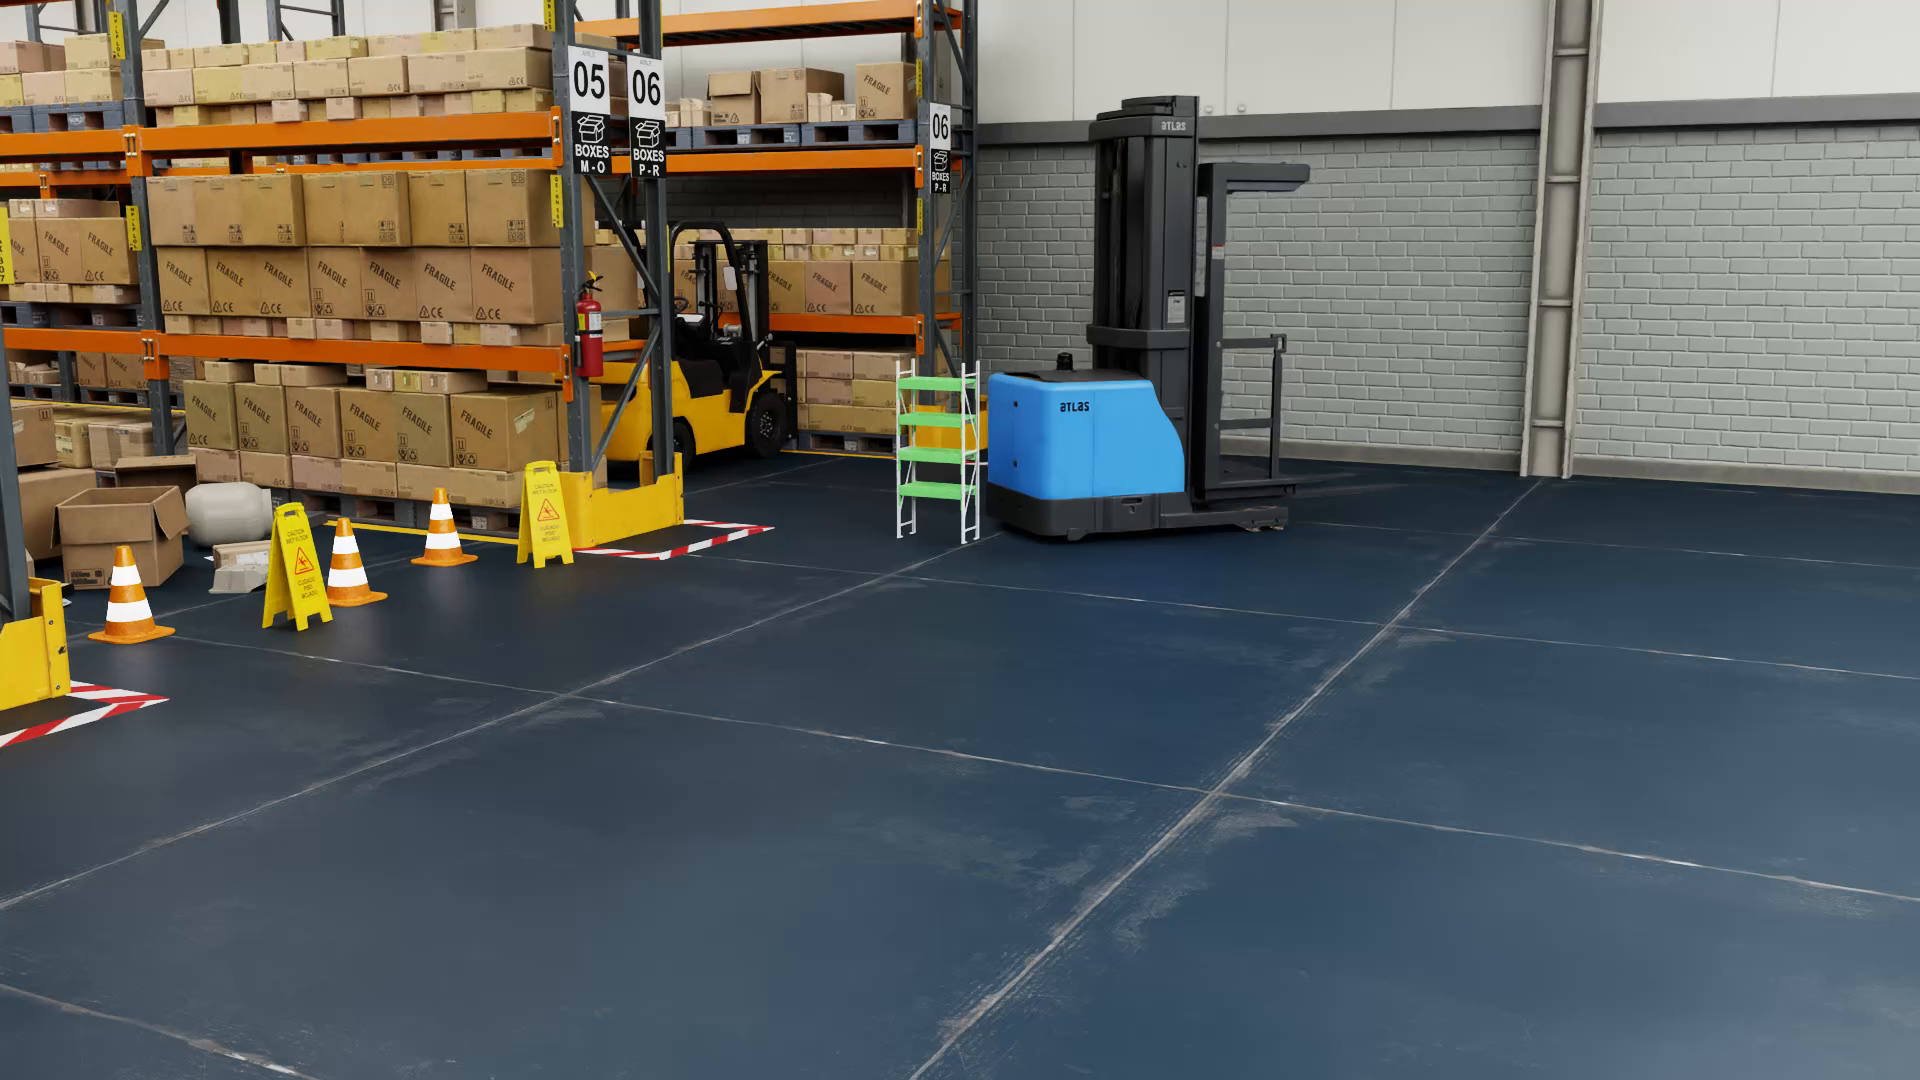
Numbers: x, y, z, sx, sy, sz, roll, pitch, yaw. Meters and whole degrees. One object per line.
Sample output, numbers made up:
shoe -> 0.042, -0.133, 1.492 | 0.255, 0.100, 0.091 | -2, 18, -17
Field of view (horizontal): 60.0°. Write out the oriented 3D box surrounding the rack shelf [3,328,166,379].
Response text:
rack shelf -> -7.680, -1.636, 13.865 | 4.000, 0.370, 1.077 | 5, 11, 26

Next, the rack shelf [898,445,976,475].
rack shelf -> -0.148, -0.541, 11.207 | 0.480, 0.148, 0.258 | 5, 11, 26

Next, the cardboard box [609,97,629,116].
cardboard box -> -2.453, -2.947, 11.374 | 0.250, 0.149, 0.380 | 5, 11, 26

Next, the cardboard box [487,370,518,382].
cardboard box -> -4.859, -1.765, 18.048 | 0.625, 0.625, 0.875 | 5, 11, 25

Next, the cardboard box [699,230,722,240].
cardboard box -> -2.349, -2.978, 16.327 | 0.250, 0.149, 0.380 | 5, 11, 26

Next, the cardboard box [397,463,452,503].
cardboard box -> -3.604, -0.433, 11.743 | 0.500, 0.250, 0.500 | 5, 11, 26

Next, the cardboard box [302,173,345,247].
cardboard box -> -4.193, -2.336, 11.792 | 0.500, 0.500, 0.700 | 5, 11, 25

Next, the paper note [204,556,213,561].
paper note -> -4.723, 0.102, 10.611 | 0.148, 0.019, 0.142 | -10, 14, -43

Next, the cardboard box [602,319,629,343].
cardboard box -> -2.512, -1.453, 11.541 | 0.250, 0.149, 0.380 | 5, 11, 26

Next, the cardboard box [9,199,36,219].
cardboard box -> -7.280, -2.624, 13.188 | 0.250, 0.149, 0.380 | 4, 11, 23

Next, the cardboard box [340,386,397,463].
cardboard box -> -4.052, -0.842, 11.898 | 0.500, 0.500, 0.500 | 5, 11, 24

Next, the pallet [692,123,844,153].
pallet -> -1.827, -3.898, 16.172 | 1.213, 0.211, 1.003 | 5, 11, 26

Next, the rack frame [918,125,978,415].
rack frame -> -0.106, -2.310, 15.570 | 0.127, 3.000, 1.000 | 5, 11, 26

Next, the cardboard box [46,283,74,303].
cardboard box -> -6.946, -1.950, 13.106 | 0.250, 0.149, 0.380 | 5, 11, 25

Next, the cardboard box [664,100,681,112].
cardboard box -> -3.055, -4.209, 16.429 | 0.500, 0.311, 0.500 | 5, 12, 27

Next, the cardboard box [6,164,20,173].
cardboard box -> -11.539, -4.609, 20.555 | 0.250, 0.149, 0.380 | 5, 11, 26

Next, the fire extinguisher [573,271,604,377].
fire extinguisher -> -2.401, -1.396, 10.739 | 0.183, 0.674, 0.296 | 5, 11, 26

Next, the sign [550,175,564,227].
sign -> -2.563, -2.155, 10.576 | 0.005, 0.325, 0.100 | 5, 11, 26

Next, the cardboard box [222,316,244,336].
cardboard box -> -5.245, -1.605, 12.379 | 0.250, 0.149, 0.380 | 5, 11, 26

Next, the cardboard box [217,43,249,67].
cardboard box -> -5.046, -3.437, 11.841 | 0.250, 0.149, 0.380 | 5, 11, 25

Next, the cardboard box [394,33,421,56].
cardboard box -> -3.605, -3.333, 11.269 | 0.250, 0.149, 0.380 | 5, 11, 26

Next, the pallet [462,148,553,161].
pallet -> -4.490, -4.074, 17.434 | 1.217, 0.209, 0.805 | 5, 11, 24

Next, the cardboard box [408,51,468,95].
cardboard box -> -3.322, -3.105, 11.125 | 0.500, 0.250, 0.500 | 5, 11, 25

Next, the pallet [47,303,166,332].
pallet -> -6.507, -1.821, 13.408 | 1.213, 0.211, 1.003 | 5, 11, 26

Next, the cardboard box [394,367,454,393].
cardboard box -> -3.716, -1.119, 11.603 | 0.250, 0.149, 0.380 | 5, 12, 27

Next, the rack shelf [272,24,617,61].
rack shelf -> -5.487, -5.184, 17.748 | 4.000, 0.370, 1.077 | 5, 11, 26

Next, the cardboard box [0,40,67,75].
cardboard box -> -7.387, -3.789, 13.159 | 0.500, 0.250, 0.500 | 5, 12, 27

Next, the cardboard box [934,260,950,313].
cardboard box -> -0.428, -2.442, 16.022 | 0.500, 0.500, 0.500 | 5, 12, 28

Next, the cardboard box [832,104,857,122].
cardboard box -> -0.984, -3.935, 15.372 | 0.250, 0.149, 0.380 | 5, 11, 24

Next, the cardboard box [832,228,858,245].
cardboard box -> -1.002, -2.850, 15.617 | 0.250, 0.149, 0.380 | 5, 12, 27

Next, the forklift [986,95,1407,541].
forklift -> 1.752, -1.579, 11.727 | 3.031, 2.935, 1.130 | -4, 11, -22

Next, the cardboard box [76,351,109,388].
cardboard box -> -10.534, -2.158, 20.571 | 0.500, 0.500, 0.500 | 6, 12, 28

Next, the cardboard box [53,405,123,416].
cardboard box -> -7.628, -0.897, 13.964 | 0.625, 0.372, 0.950 | 5, 12, 28

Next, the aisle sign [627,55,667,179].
aisle sign -> -2.107, -2.841, 11.203 | 0.004, 0.787, 0.394 | 5, 11, 26

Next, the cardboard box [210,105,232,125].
cardboard box -> -5.234, -3.089, 12.159 | 0.250, 0.149, 0.380 | 5, 11, 26

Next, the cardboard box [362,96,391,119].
cardboard box -> -3.879, -2.958, 11.434 | 0.250, 0.149, 0.380 | 5, 11, 24

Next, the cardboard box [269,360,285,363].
cardboard box -> -7.755, -1.916, 19.233 | 0.500, 0.500, 0.500 | 5, 12, 27

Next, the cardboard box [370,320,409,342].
cardboard box -> -3.907, -1.478, 11.680 | 0.250, 0.149, 0.380 | 5, 11, 25

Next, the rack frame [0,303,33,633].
rack frame -> -4.399, -0.718, 6.776 | 0.127, 3.000, 1.000 | 5, 11, 26

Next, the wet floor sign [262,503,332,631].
wet floor sign -> -3.497, 0.126, 8.720 | 0.232, 0.644, 0.267 | 3, 11, 16

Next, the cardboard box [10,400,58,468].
cardboard box -> -6.647, -0.688, 11.501 | 0.500, 0.500, 0.500 | 5, 11, 26

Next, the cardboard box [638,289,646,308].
cardboard box -> -2.937, -2.559, 16.667 | 0.500, 0.500, 0.500 | 5, 12, 27

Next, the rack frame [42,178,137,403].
rack frame -> -10.868, -3.255, 20.795 | 0.127, 3.000, 1.000 | 5, 11, 26

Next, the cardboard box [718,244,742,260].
cardboard box -> -2.146, -2.801, 16.183 | 0.250, 0.149, 0.380 | 5, 11, 25

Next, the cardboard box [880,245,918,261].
cardboard box -> -0.541, -2.661, 15.407 | 0.250, 0.149, 0.380 | 5, 11, 27

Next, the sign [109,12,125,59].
sign -> -6.129, -3.667, 12.090 | 0.005, 0.325, 0.100 | 5, 11, 26

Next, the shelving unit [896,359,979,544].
shelving unit -> -0.148, -0.603, 11.195 | 0.503, 1.200, 0.258 | 5, 11, 26

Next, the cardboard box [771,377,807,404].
cardboard box -> -1.598, -1.476, 16.103 | 0.500, 0.250, 0.500 | 5, 11, 25

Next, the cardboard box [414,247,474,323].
cardboard box -> -3.355, -1.751, 11.368 | 0.500, 0.500, 0.500 | 5, 11, 26

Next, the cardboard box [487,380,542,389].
cardboard box -> -3.393, -0.889, 12.158 | 0.500, 0.500, 0.500 | 5, 11, 24

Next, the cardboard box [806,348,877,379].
cardboard box -> -1.118, -1.681, 15.831 | 0.500, 0.250, 0.500 | 5, 12, 27
